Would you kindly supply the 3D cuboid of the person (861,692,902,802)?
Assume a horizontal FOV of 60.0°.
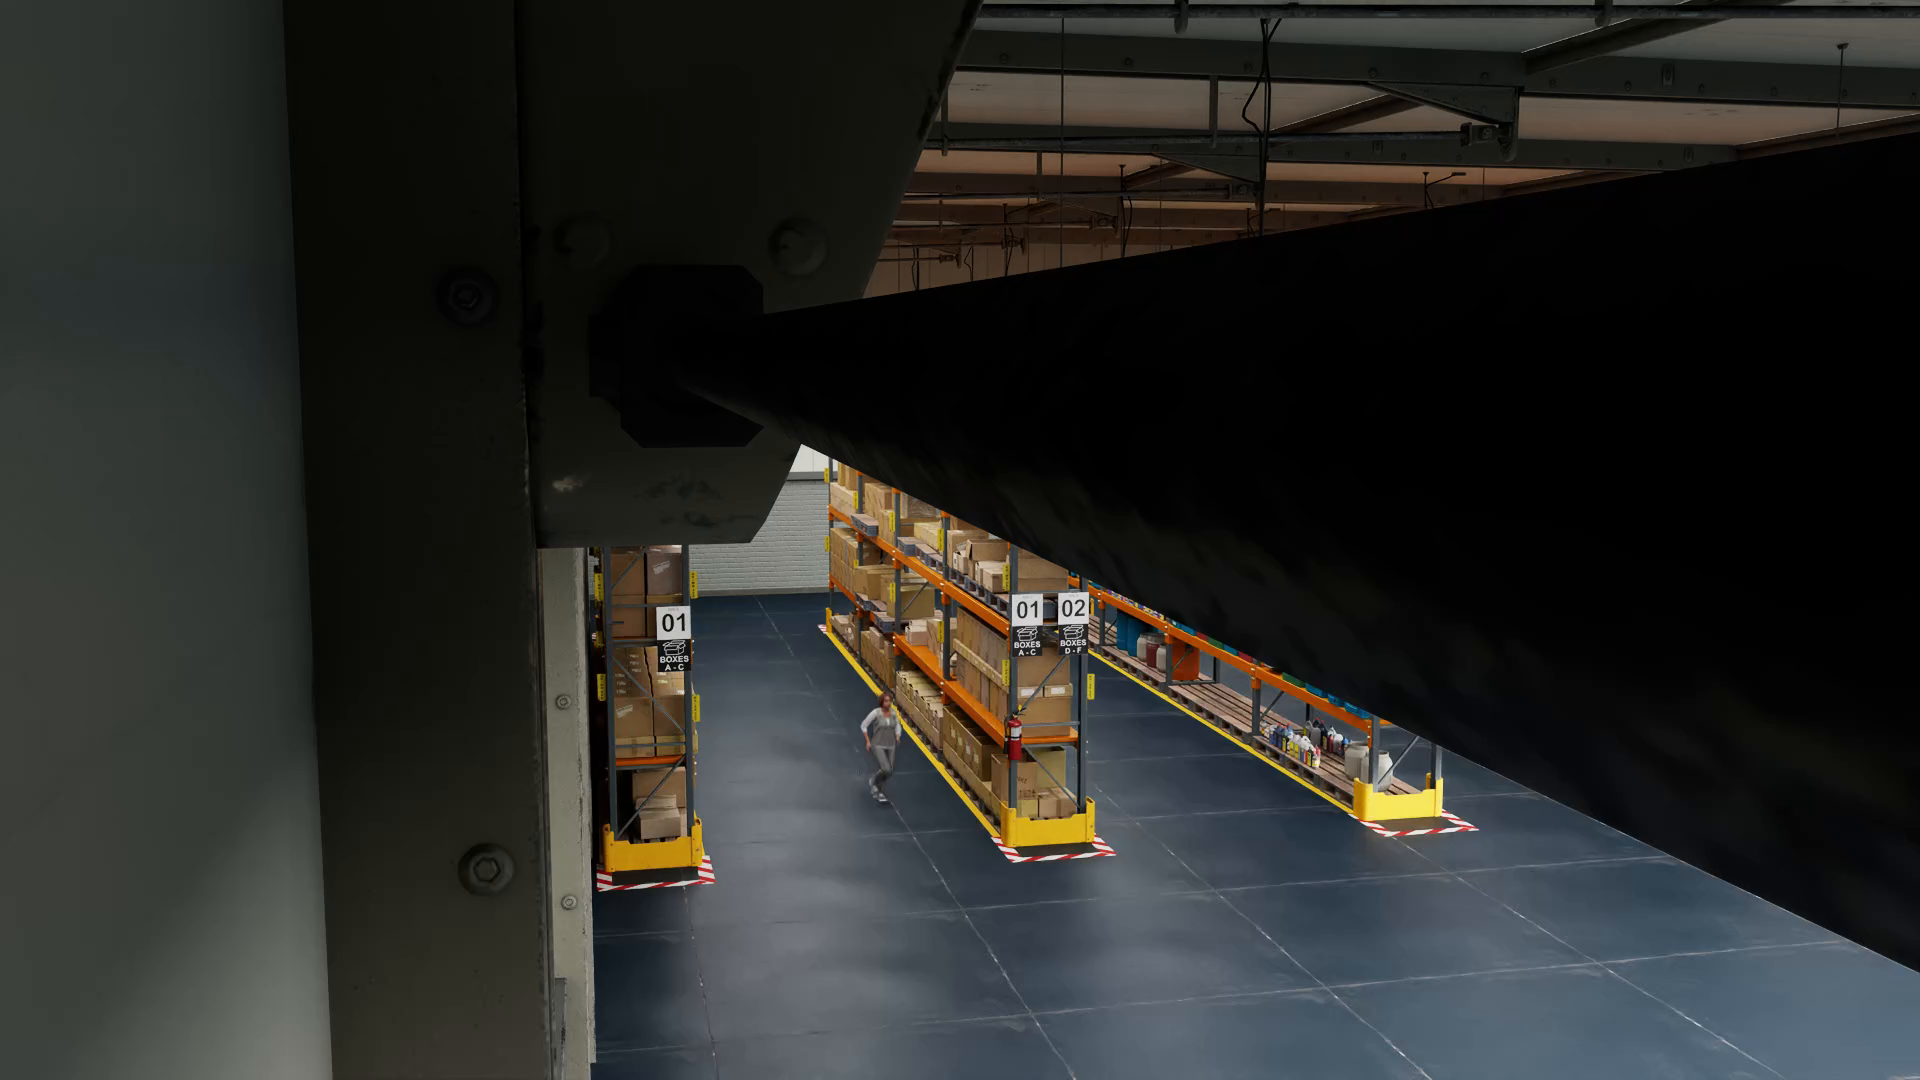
[{"bbox_3d":[-1.036,2.856,22.800,0.515,1.550,0.627,-4,8,-31],"label":"person"}]
